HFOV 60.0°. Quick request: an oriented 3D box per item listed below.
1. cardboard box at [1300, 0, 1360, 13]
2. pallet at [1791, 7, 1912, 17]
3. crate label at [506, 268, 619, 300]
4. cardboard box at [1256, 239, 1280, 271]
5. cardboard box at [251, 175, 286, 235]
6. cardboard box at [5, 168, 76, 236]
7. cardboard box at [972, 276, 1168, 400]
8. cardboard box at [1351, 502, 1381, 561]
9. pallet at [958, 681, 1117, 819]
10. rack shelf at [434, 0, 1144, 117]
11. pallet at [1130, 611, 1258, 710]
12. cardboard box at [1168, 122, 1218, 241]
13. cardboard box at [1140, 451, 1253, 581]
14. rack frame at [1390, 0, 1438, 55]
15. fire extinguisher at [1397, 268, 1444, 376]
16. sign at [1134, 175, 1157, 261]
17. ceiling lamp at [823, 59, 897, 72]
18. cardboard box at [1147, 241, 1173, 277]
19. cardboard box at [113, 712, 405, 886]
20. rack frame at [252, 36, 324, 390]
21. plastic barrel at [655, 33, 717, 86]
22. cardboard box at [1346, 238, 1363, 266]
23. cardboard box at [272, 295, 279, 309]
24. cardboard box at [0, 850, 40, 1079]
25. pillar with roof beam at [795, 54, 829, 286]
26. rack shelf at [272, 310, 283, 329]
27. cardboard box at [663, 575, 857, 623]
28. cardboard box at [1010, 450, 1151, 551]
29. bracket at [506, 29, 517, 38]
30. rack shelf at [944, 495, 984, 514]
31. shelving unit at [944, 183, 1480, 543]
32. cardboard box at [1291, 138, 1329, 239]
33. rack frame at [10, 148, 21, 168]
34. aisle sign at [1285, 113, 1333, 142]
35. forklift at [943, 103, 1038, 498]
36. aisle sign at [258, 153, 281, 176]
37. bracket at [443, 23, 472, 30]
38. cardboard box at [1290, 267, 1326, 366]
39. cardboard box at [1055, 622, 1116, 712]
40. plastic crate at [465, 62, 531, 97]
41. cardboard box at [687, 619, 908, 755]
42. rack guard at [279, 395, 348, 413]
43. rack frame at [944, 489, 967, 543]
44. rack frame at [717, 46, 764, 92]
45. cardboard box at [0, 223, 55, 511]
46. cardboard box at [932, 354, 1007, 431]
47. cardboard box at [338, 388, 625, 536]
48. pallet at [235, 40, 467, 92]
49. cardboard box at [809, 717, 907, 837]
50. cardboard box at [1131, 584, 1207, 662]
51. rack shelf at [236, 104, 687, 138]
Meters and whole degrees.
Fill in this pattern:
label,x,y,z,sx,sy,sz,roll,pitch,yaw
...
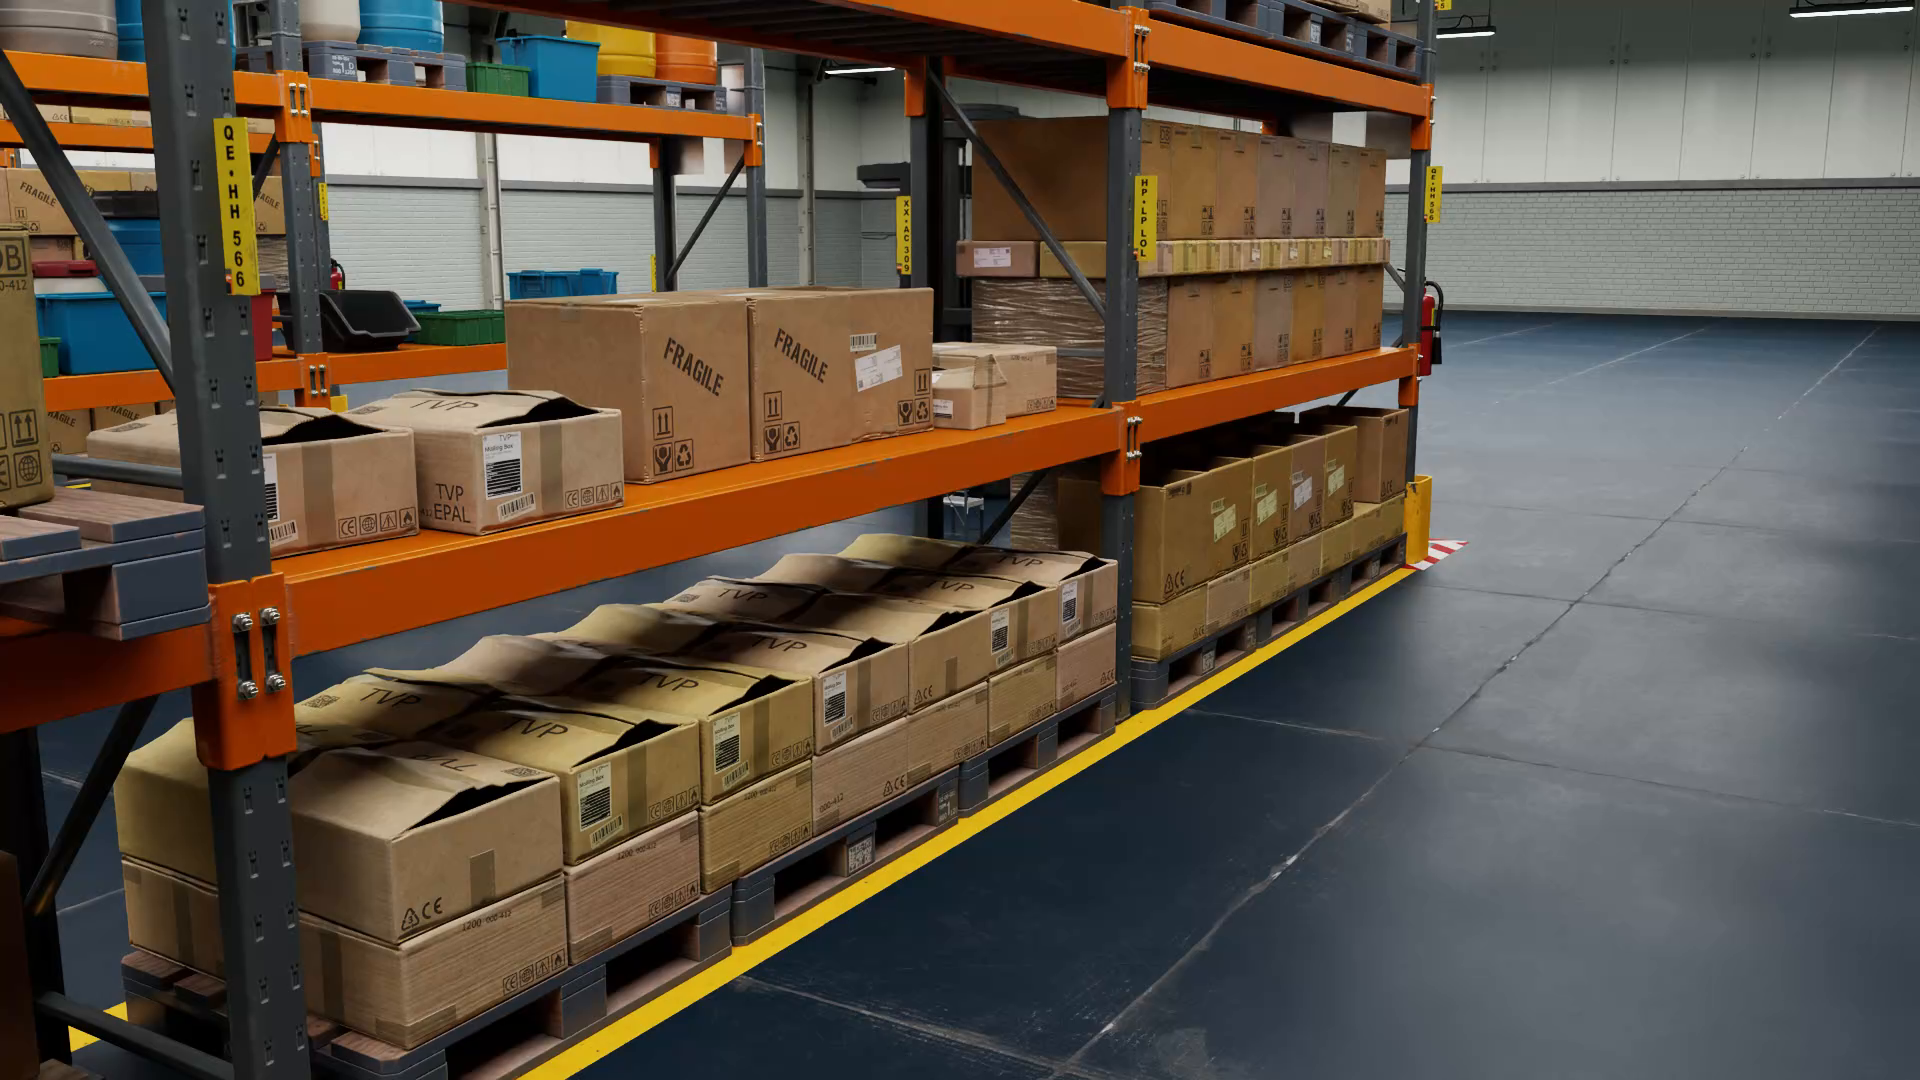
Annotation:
label,x,y,z,sx,sy,sz,roll,pitch,yaw
cardboard box,1.666,-2.814,8.318,0.500,0.311,0.500,8,13,37
pallet,-0.691,-6.587,22.501,22.355,3.067,31.458,6,12,31
crate label,-2.629,-1.578,11.050,0.502,0.435,0.616,6,12,31
cardboard box,1.356,-1.409,8.207,0.380,0.149,0.250,6,12,30
cardboard box,-6.212,-2.926,14.548,0.500,0.500,0.500,6,12,31
cardboard box,-7.245,-2.611,12.865,0.500,0.500,0.500,6,12,31
cardboard box,0.475,-0.893,7.213,0.700,0.500,0.500,6,12,29
cardboard box,2.052,-0.065,9.393,0.500,0.250,0.500,6,12,31
pallet,-0.099,0.717,6.464,1.003,0.211,1.213,6,12,31
rack shelf,-0.788,-1.579,4.956,1.077,0.370,4.000,6,12,31
pallet,0.699,0.477,7.749,1.003,0.211,1.213,6,12,31
cardboard box,0.736,-1.610,7.519,0.700,0.500,0.500,6,12,31
cardboard box,1.011,-0.119,7.645,0.500,0.500,0.500,6,12,31
rack frame,2.327,-4.351,9.654,1.000,3.000,0.127,6,12,31
fire extinguisher,2.785,-1.338,10.076,0.296,0.674,0.183,6,12,31
sign,0.719,-1.253,6.478,0.100,0.325,0.005,6,12,31
ceiling lamp,-2.355,-13.241,41.166,2.000,3.144,0.800,6,12,31
cardboard box,0.685,-1.204,7.115,0.380,0.149,0.250,7,12,32
cardboard box,-1.765,0.620,4.214,0.500,0.311,0.500,7,13,32
rack frame,-3.981,-1.247,9.377,1.000,3.000,0.127,6,12,31
plastic barrel,-2.048,-3.679,11.910,0.600,0.830,0.708,6,12,31
cardboard box,2.024,-1.610,9.284,0.380,0.149,0.250,6,12,30
cardboard box,-6.240,-2.122,14.733,0.380,0.149,0.250,6,12,31
cardboard box,-2.307,0.913,3.439,0.500,0.500,0.500,7,13,33
pillar with roof beam,-0.729,-11.002,45.180,9.100,9.000,0.548,6,12,31
rack shelf,-7.176,-1.681,13.651,1.077,0.370,4.000,6,12,31
cardboard box,-1.761,0.006,8.142,4.512,0.551,3.341,6,12,29
cardboard box,0.574,-0.168,7.907,0.500,0.500,0.500,6,12,31
bracket,-10.119,-11.326,37.132,0.235,0.232,0.430,6,12,31
rack shelf,-0.004,-0.231,10.818,0.258,0.077,0.200,6,12,31
shelving unit,3.863,-4.651,27.289,11.303,3.100,33.289,6,12,31
cardboard box,1.517,-1.846,8.779,0.700,0.500,0.500,6,12,31
rack frame,-10.324,-2.839,17.881,1.000,3.000,0.127,6,12,31
aisle sign,2.099,-2.719,10.179,0.394,0.787,0.004,6,12,31
forklift,-0.137,-1.976,13.457,1.130,2.935,3.031,-7,13,-34
aisle sign,-6.362,-3.665,15.231,0.394,0.787,0.004,6,12,31
bracket,-11.888,-10.791,34.271,0.076,0.066,4.783,6,12,31
cardboard box,1.542,-1.218,8.954,0.700,0.500,0.500,6,12,31
cardboard box,0.283,0.465,6.564,0.500,0.250,0.500,6,12,30
plastic crate,-2.929,-2.839,10.307,0.336,0.188,0.450,6,12,31
cardboard box,-0.505,0.427,5.244,0.500,0.311,0.500,6,12,30
rack guard,-6.177,-1.108,15.431,1.175,0.500,0.348,6,12,31
rack frame,-0.057,-0.425,10.694,0.240,0.900,0.006,6,12,31
rack frame,-1.905,-4.825,12.185,1.000,3.000,0.127,6,12,31
cardboard box,-2.057,-0.290,2.851,0.700,0.500,0.500,2,11,12
cardboard box,-0.049,-0.551,6.026,0.396,0.266,0.258,6,12,29
cardboard box,-1.197,-0.222,4.146,0.500,0.311,0.500,6,12,30
pallet,-3.690,-2.751,9.774,1.213,0.211,1.003,6,12,31
cardboard box,-0.512,0.705,5.283,0.500,0.250,0.500,7,13,32
cardboard box,0.750,0.328,7.295,0.500,0.250,0.500,6,12,31
rack shelf,-2.943,-2.778,10.829,0.919,0.124,3.809,6,12,31
